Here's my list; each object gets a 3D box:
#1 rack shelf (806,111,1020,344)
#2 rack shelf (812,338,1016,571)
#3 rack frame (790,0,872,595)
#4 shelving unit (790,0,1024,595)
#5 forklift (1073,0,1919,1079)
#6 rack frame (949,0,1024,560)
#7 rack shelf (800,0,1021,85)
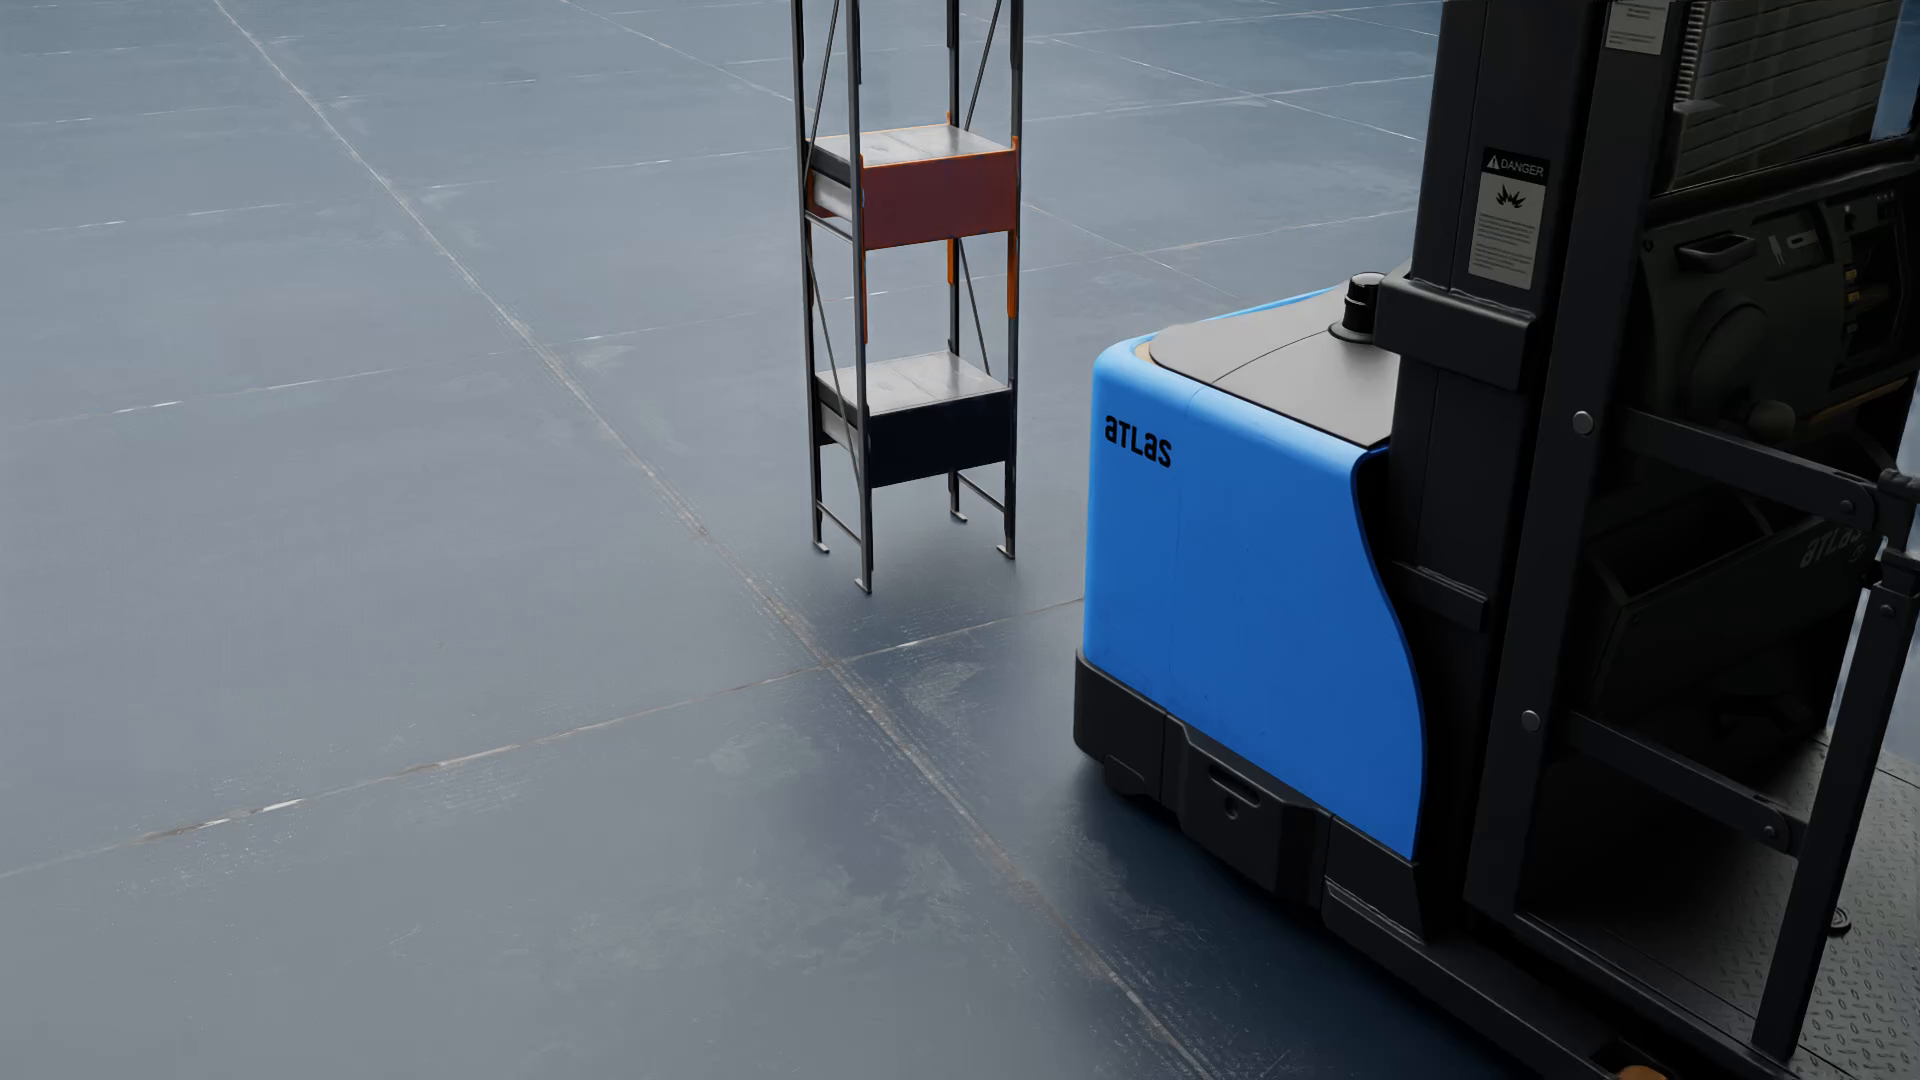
[{"bbox_3d":[-0.146,-0.901,4.731,0.480,0.518,0.431,-13,29,-25],"label":"rack shelf"},{"bbox_3d":[-0.146,-0.270,5.034,0.480,0.518,0.431,-13,29,-25],"label":"rack shelf"},{"bbox_3d":[-0.361,-0.863,4.622,0.015,2.100,0.400,-13,29,-25],"label":"rack frame"},{"bbox_3d":[-0.146,-0.913,4.725,0.503,2.100,0.431,-13,29,-25],"label":"shelving unit"},{"bbox_3d":[1.557,-0.390,2.676,1.130,2.935,3.031,-18,31,-32],"label":"forklift"},{"bbox_3d":[0.069,-0.963,4.829,0.015,2.100,0.400,-13,29,-25],"label":"rack frame"},{"bbox_3d":[-0.146,-1.532,4.428,0.480,0.518,0.431,-13,29,-25],"label":"rack shelf"}]
